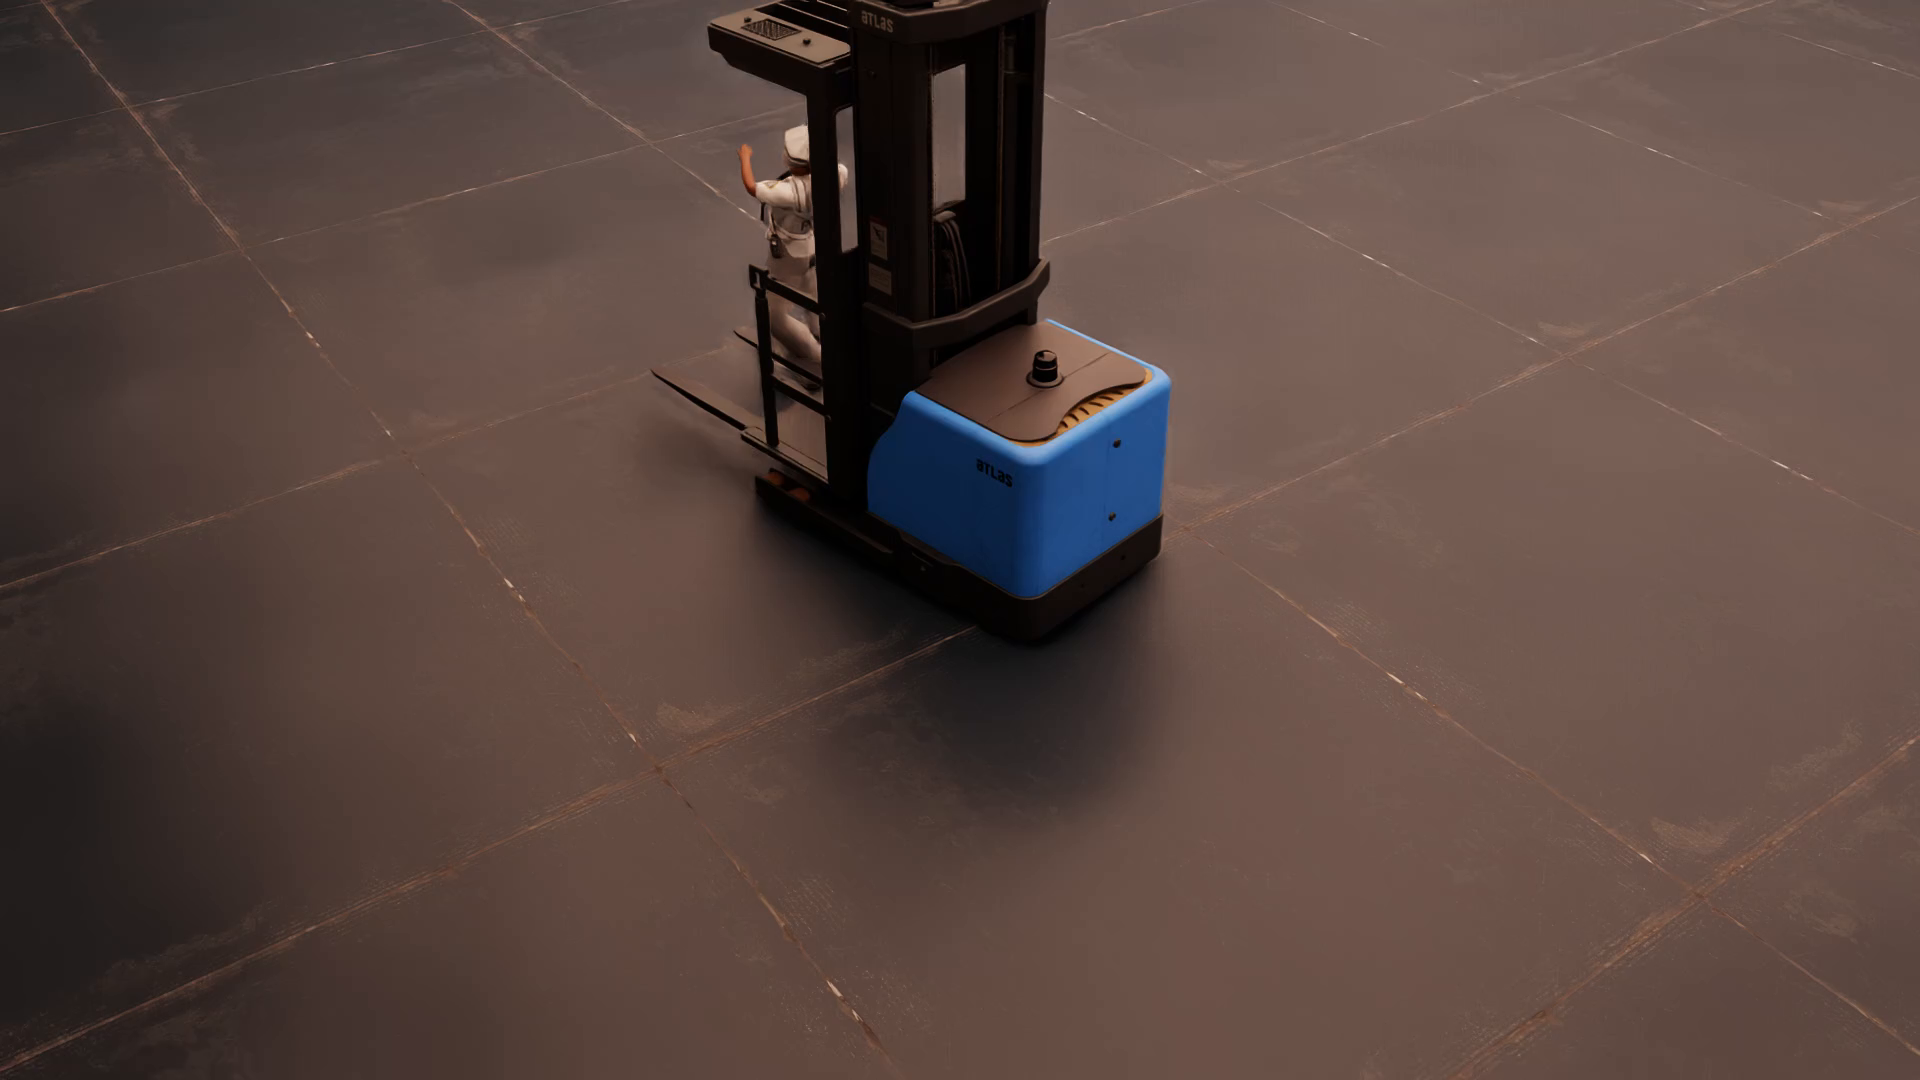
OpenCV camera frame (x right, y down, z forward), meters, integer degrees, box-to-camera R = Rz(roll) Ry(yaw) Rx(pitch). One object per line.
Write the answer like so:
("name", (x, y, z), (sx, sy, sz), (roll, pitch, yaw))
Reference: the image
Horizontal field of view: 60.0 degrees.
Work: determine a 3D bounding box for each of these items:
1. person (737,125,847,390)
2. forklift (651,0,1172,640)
("person", (-0.893, -1.728, 9.450), (0.809, 1.492, 0.871), (15, 39, 20))
("forklift", (-0.418, -1.481, 7.948), (3.031, 2.935, 1.130), (30, 46, 34))
